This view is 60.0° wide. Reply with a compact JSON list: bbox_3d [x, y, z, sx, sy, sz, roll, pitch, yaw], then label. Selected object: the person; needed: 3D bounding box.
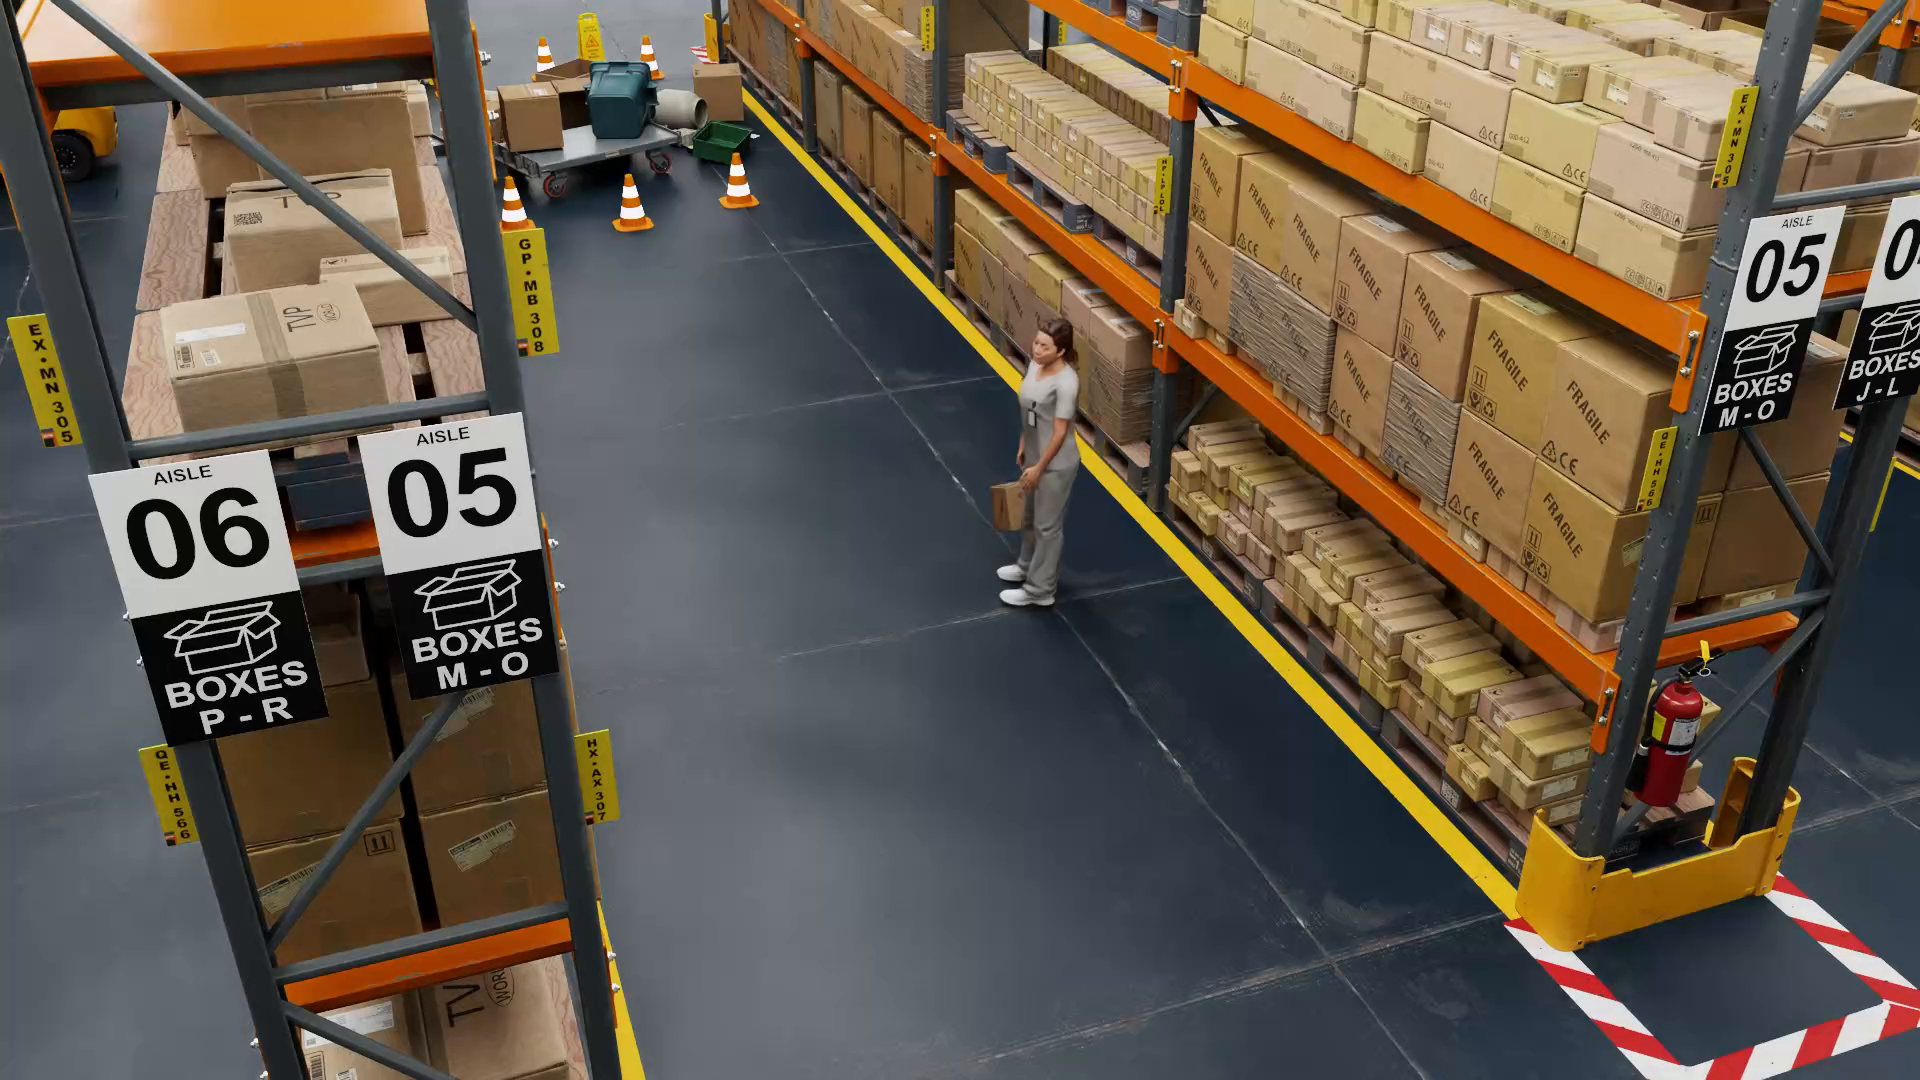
[{"bbox_3d":[0.407,-0.432,9.045,0.452,1.684,0.511,-13,32,-21],"label":"person"}]
